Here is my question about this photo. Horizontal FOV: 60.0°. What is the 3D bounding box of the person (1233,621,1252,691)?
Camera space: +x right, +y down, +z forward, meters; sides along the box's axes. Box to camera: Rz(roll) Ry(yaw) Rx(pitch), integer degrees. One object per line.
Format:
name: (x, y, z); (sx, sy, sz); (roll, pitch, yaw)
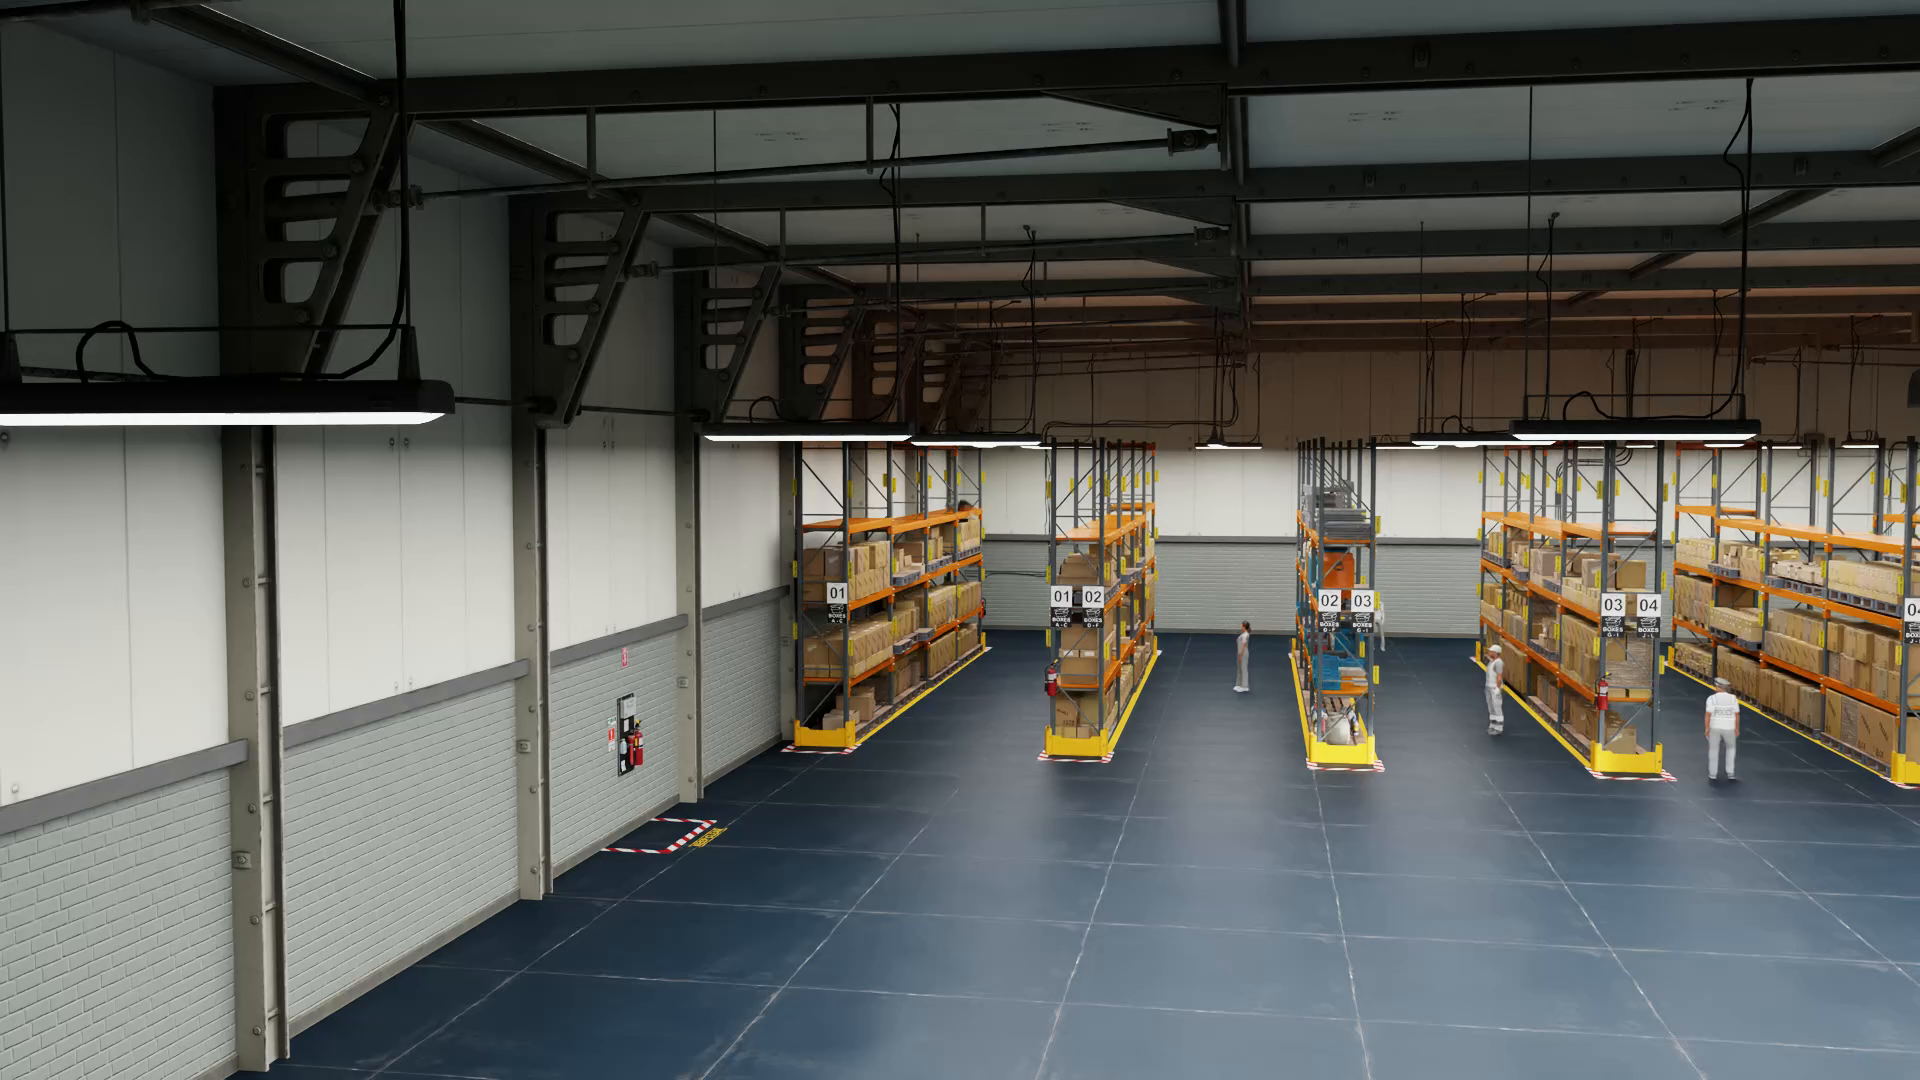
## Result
person: (6.774, 2.774, 39.901); (0.431, 1.669, 0.485); (0, 3, -3)

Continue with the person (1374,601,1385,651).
person: (12.049, 2.357, 48.134); (0.525, 1.689, 0.404); (1, 3, 12)

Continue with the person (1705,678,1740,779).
person: (13.329, 3.301, 29.078); (0.558, 1.793, 0.393); (1, 3, 24)

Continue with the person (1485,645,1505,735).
person: (10.862, 3.034, 33.849); (0.418, 1.794, 0.574); (0, 3, -9)
